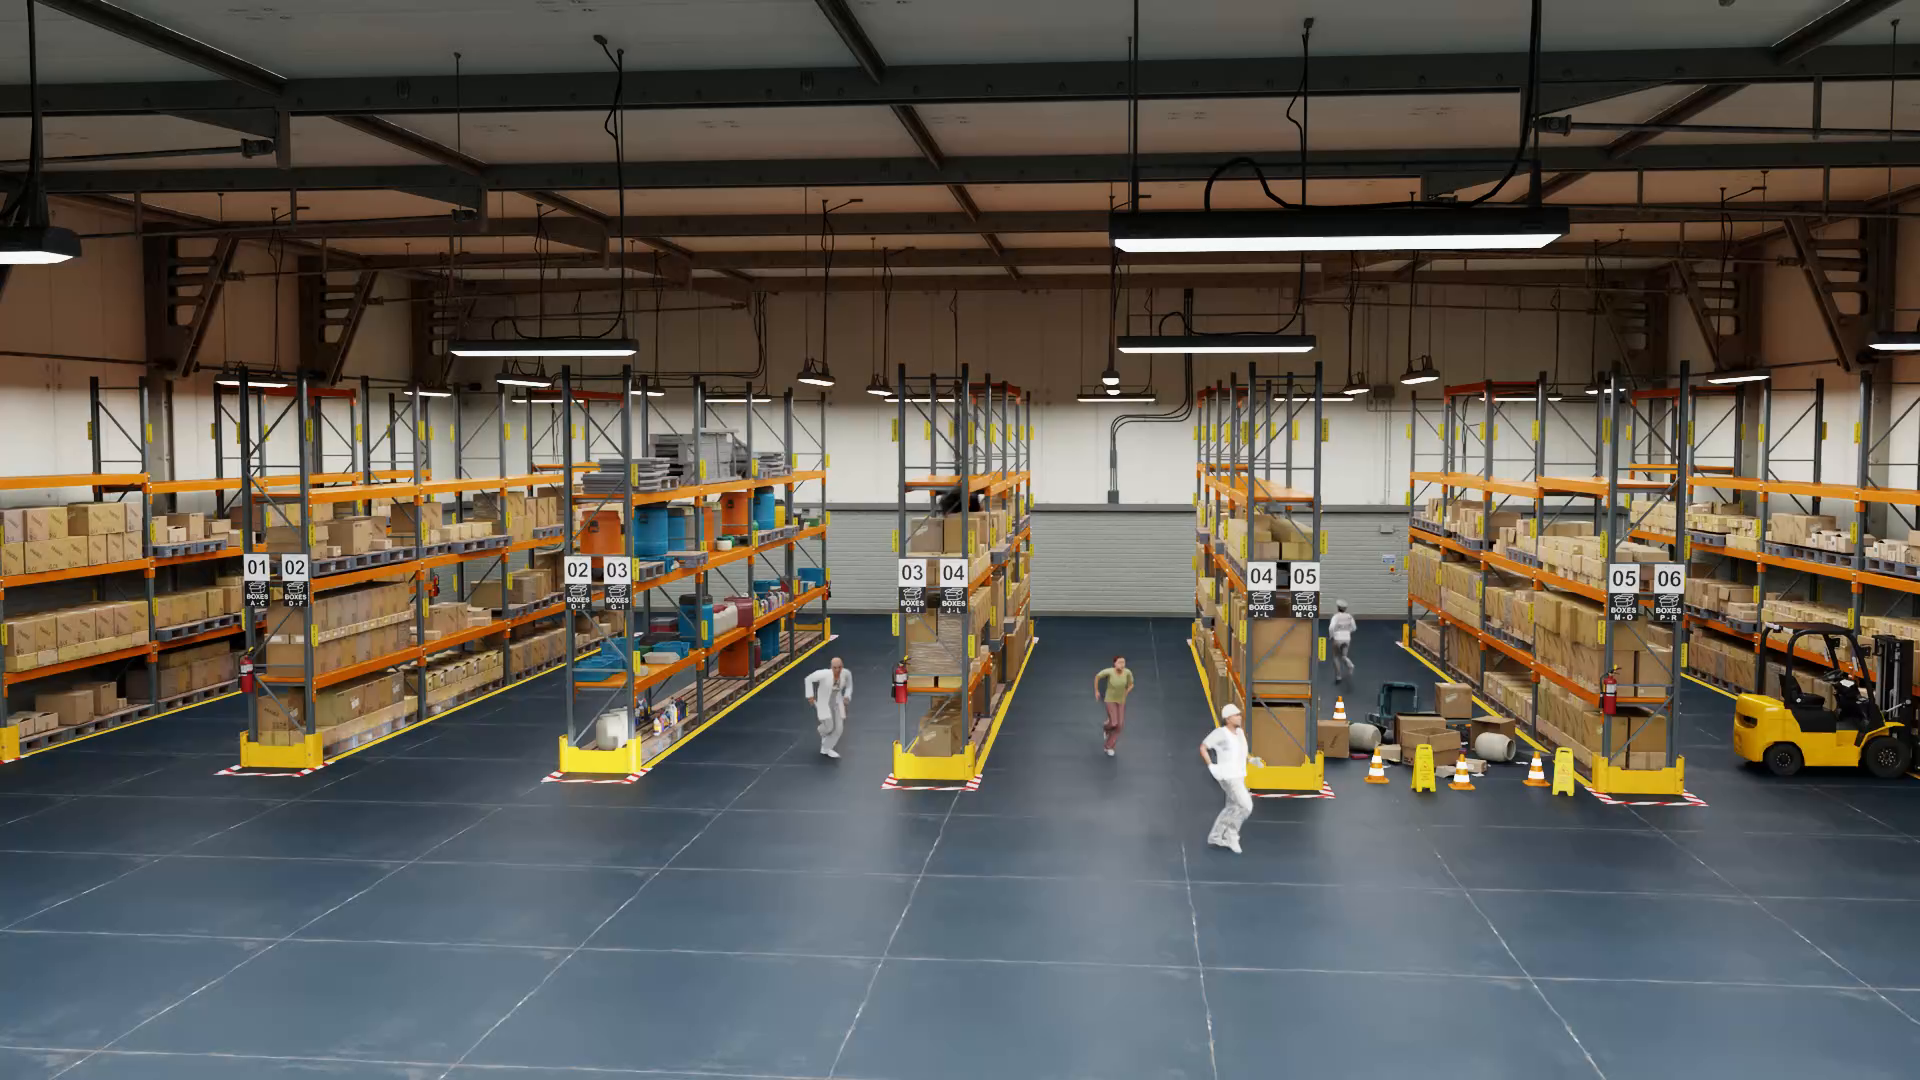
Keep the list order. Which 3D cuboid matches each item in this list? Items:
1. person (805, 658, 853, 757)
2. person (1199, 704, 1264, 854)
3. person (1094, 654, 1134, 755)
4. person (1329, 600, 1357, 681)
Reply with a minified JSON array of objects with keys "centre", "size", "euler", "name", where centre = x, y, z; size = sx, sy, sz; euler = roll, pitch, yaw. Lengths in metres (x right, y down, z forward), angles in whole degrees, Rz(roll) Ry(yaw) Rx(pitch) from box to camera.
[{"centre":[-2.030,2.573,25.630],"size":[0.735,1.591,0.887],"euler":[-2,4,-23],"name":"person"},{"centre":[3.260,2.855,19.879],"size":[0.693,1.773,0.694],"euler":[3,4,35],"name":"person"},{"centre":[2.419,2.556,25.898],"size":[0.570,1.597,0.673],"euler":[-1,4,-18],"name":"person"},{"centre":[7.669,2.049,33.385],"size":[0.627,1.696,0.762],"euler":[-1,4,-9],"name":"person"}]
